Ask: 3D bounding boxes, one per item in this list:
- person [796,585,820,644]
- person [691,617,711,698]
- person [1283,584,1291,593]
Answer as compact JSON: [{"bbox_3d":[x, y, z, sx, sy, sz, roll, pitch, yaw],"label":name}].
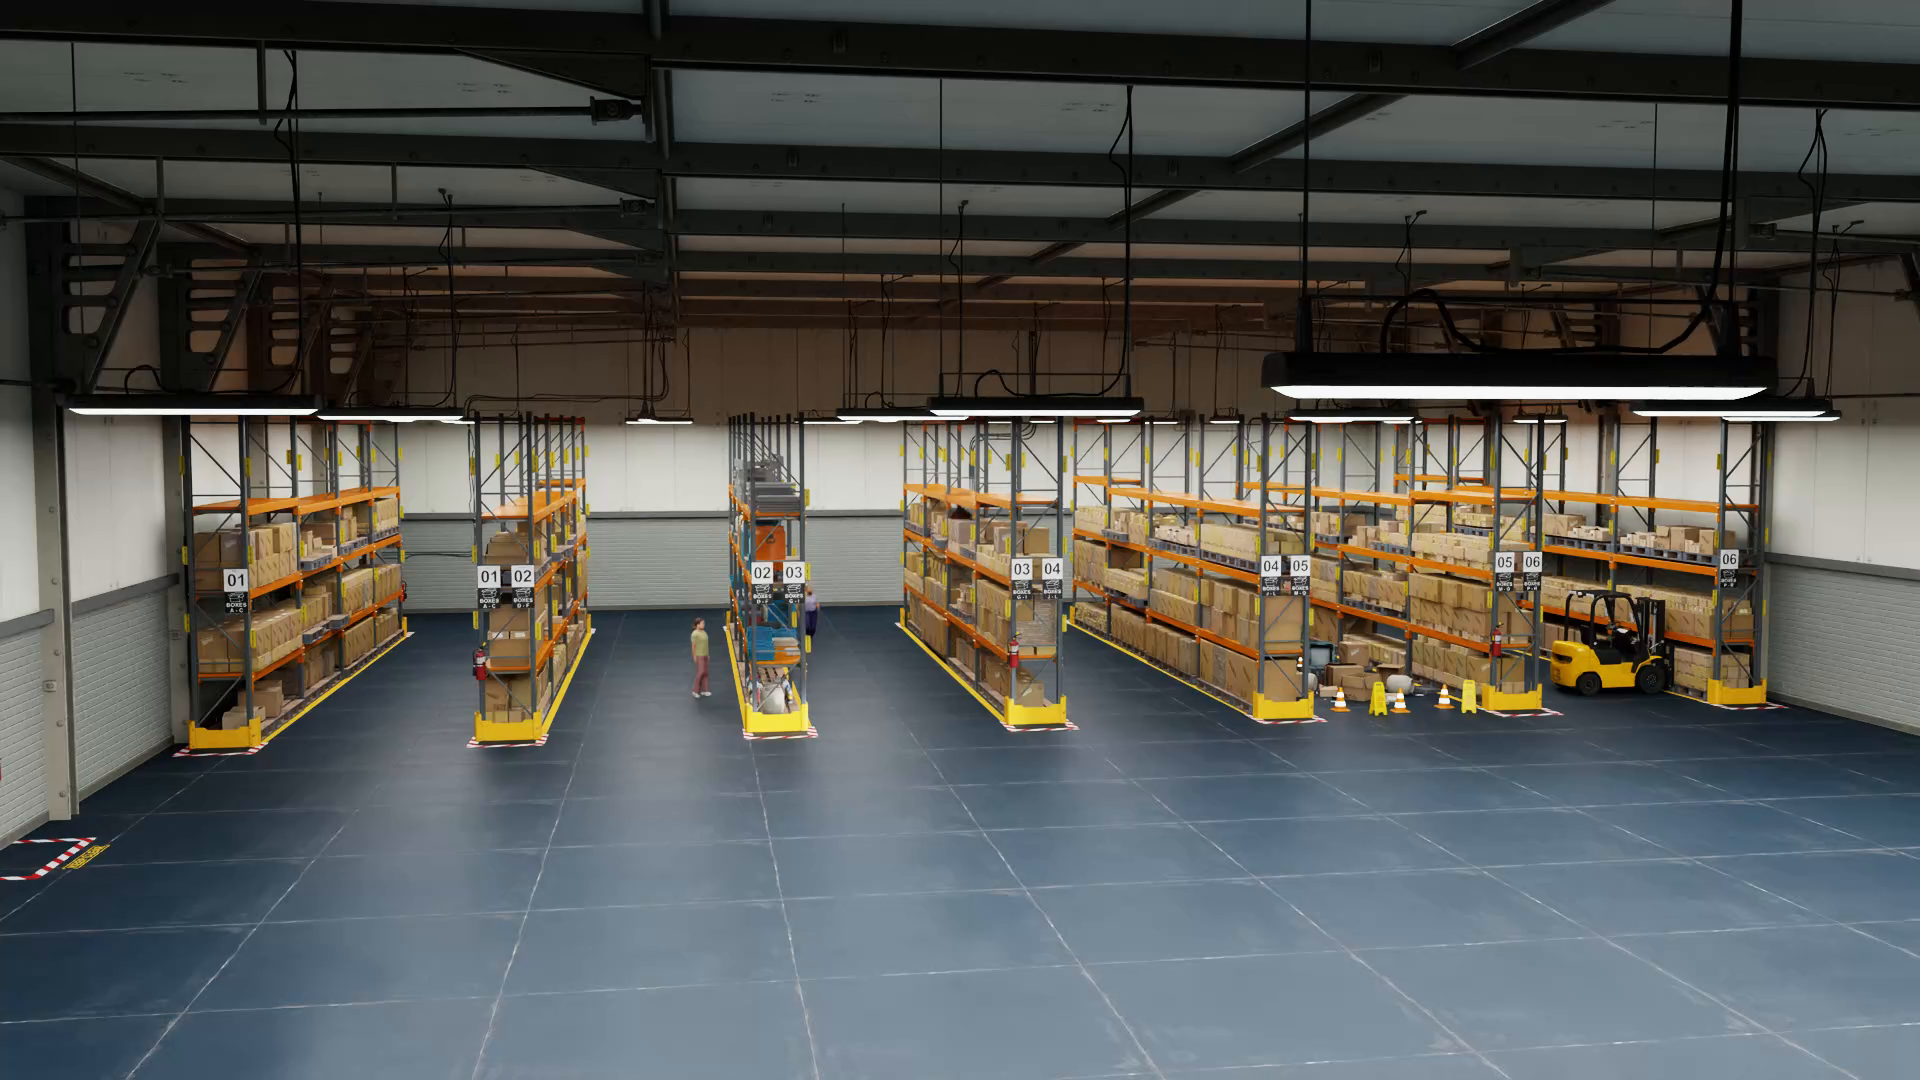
[{"bbox_3d":[-3.954,1.994,43.372,0.642,1.629,0.630,-2,4,-22],"label":"person"},{"bbox_3d":[-5.522,2.513,35.429,0.425,1.727,0.504,2,4,26],"label":"person"},{"bbox_3d":[8.122,2.006,41.383,0.623,1.810,0.542,-2,4,-24],"label":"person"}]
